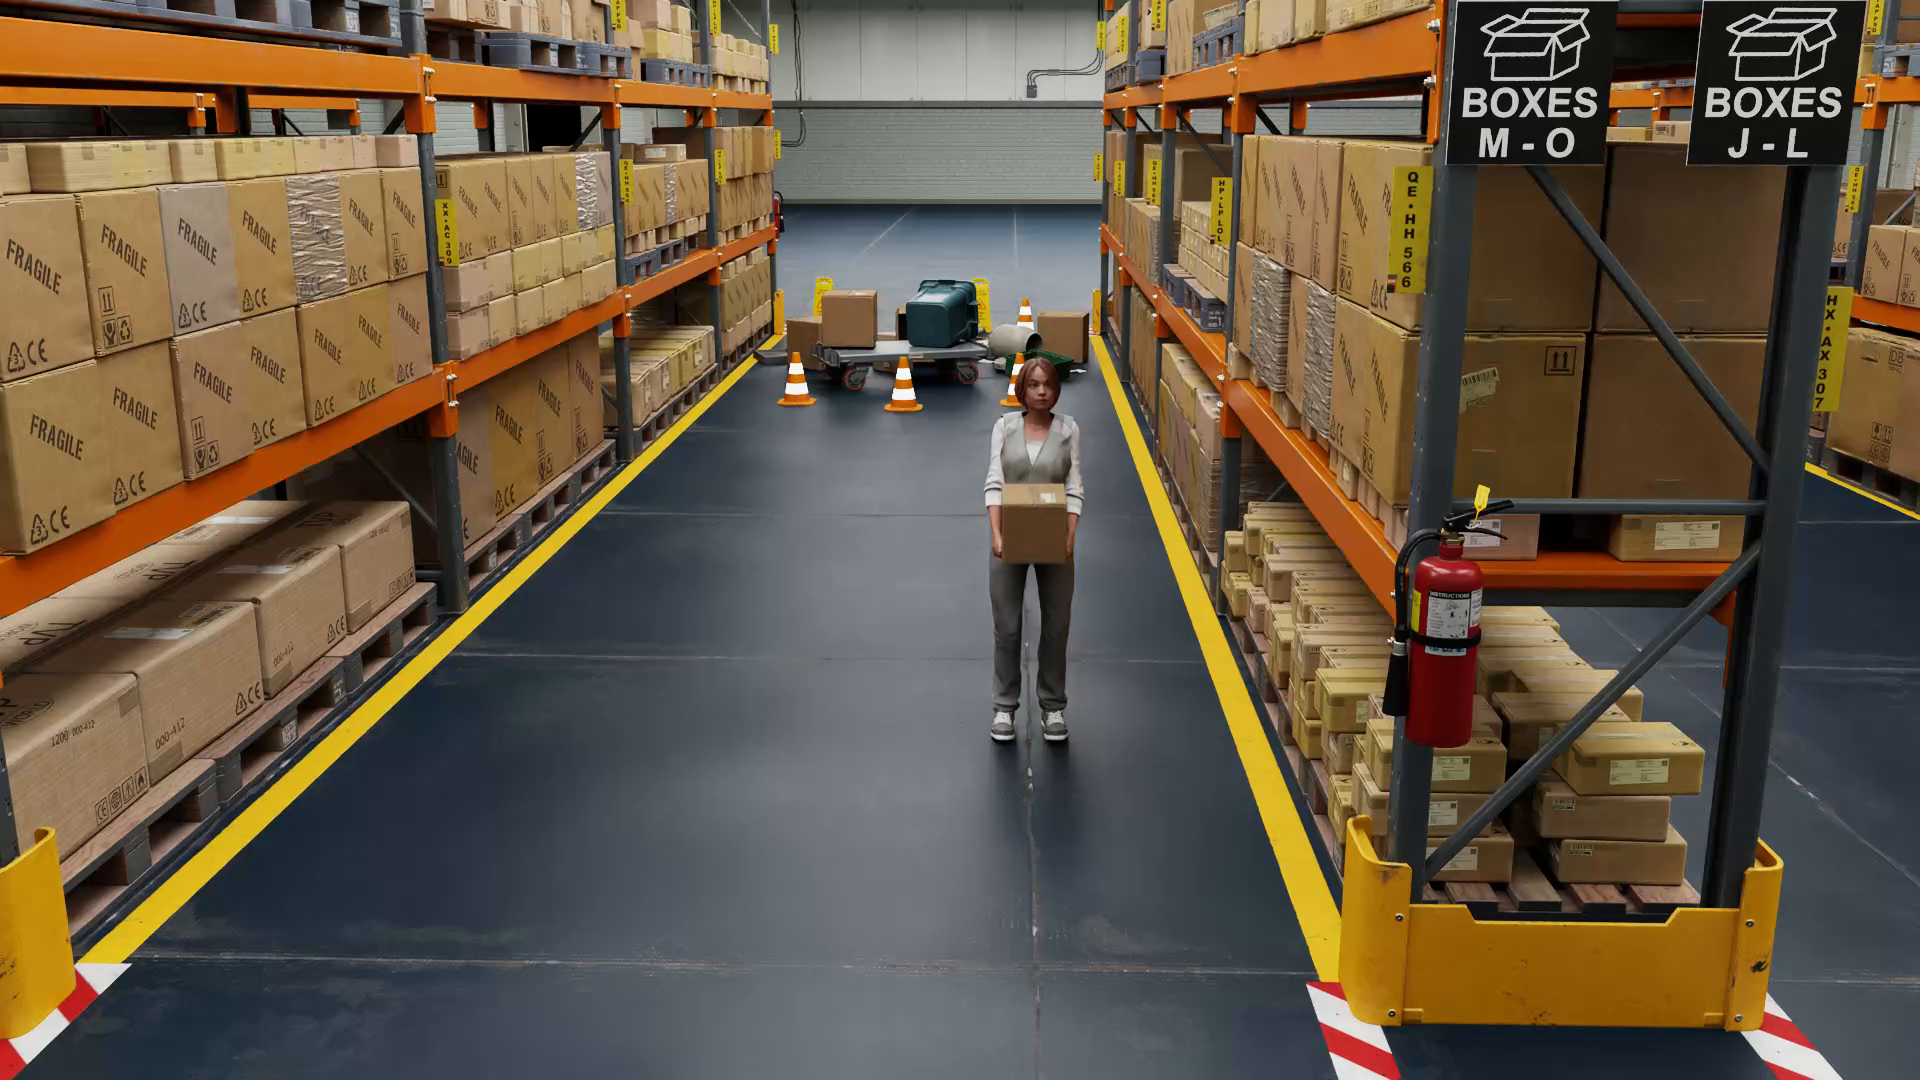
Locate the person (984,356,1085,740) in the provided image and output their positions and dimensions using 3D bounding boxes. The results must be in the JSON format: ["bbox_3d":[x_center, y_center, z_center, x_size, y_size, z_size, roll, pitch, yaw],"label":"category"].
[{"bbox_3d":[0.301,0.062,6.788,0.407,1.588,0.497,0,14,1],"label":"person"}]
